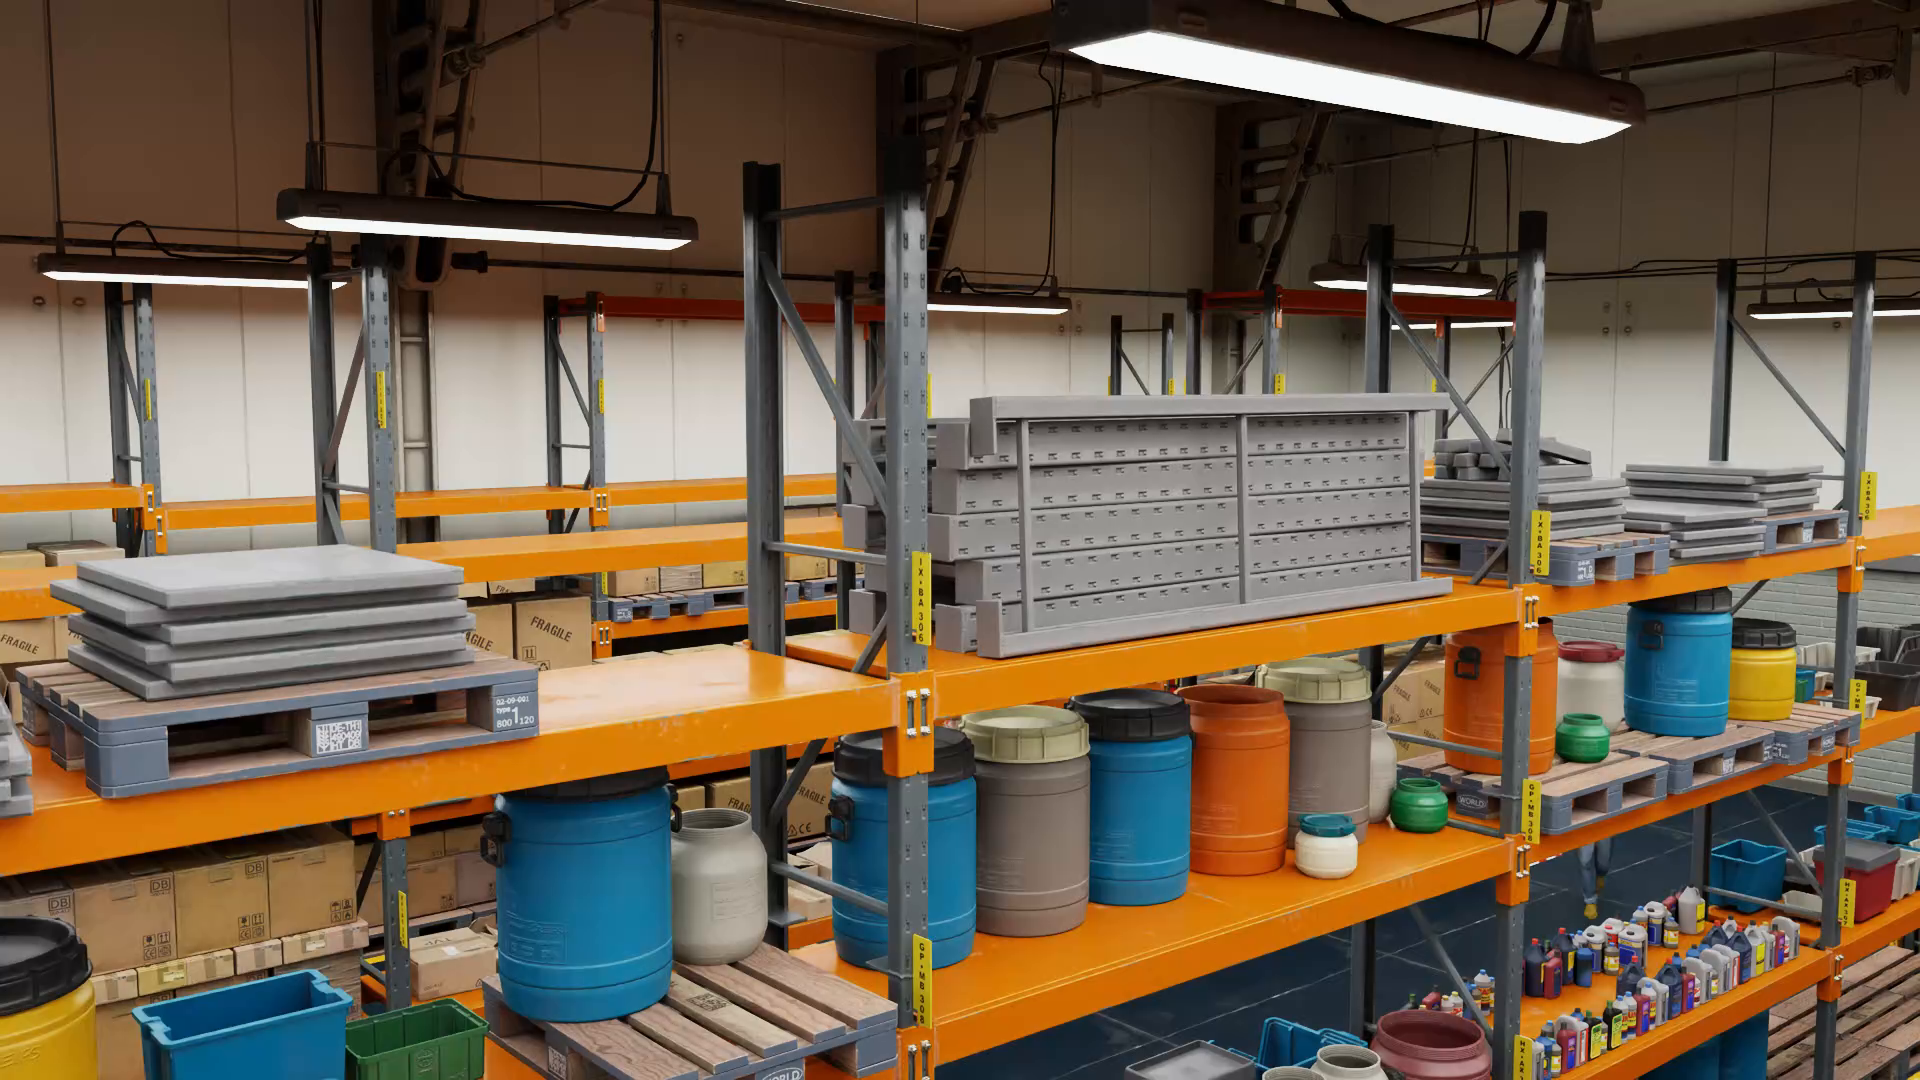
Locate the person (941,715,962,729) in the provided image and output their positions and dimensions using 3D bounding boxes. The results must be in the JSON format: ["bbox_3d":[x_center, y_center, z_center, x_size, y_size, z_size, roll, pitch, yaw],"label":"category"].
[{"bbox_3d":[0.040,2.453,16.504,0.814,1.894,0.680,-5,8,-44],"label":"person"}]

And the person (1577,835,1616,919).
[{"bbox_3d":[6.216,2.755,16.235,0.737,1.760,0.749,2,6,23],"label":"person"}]
